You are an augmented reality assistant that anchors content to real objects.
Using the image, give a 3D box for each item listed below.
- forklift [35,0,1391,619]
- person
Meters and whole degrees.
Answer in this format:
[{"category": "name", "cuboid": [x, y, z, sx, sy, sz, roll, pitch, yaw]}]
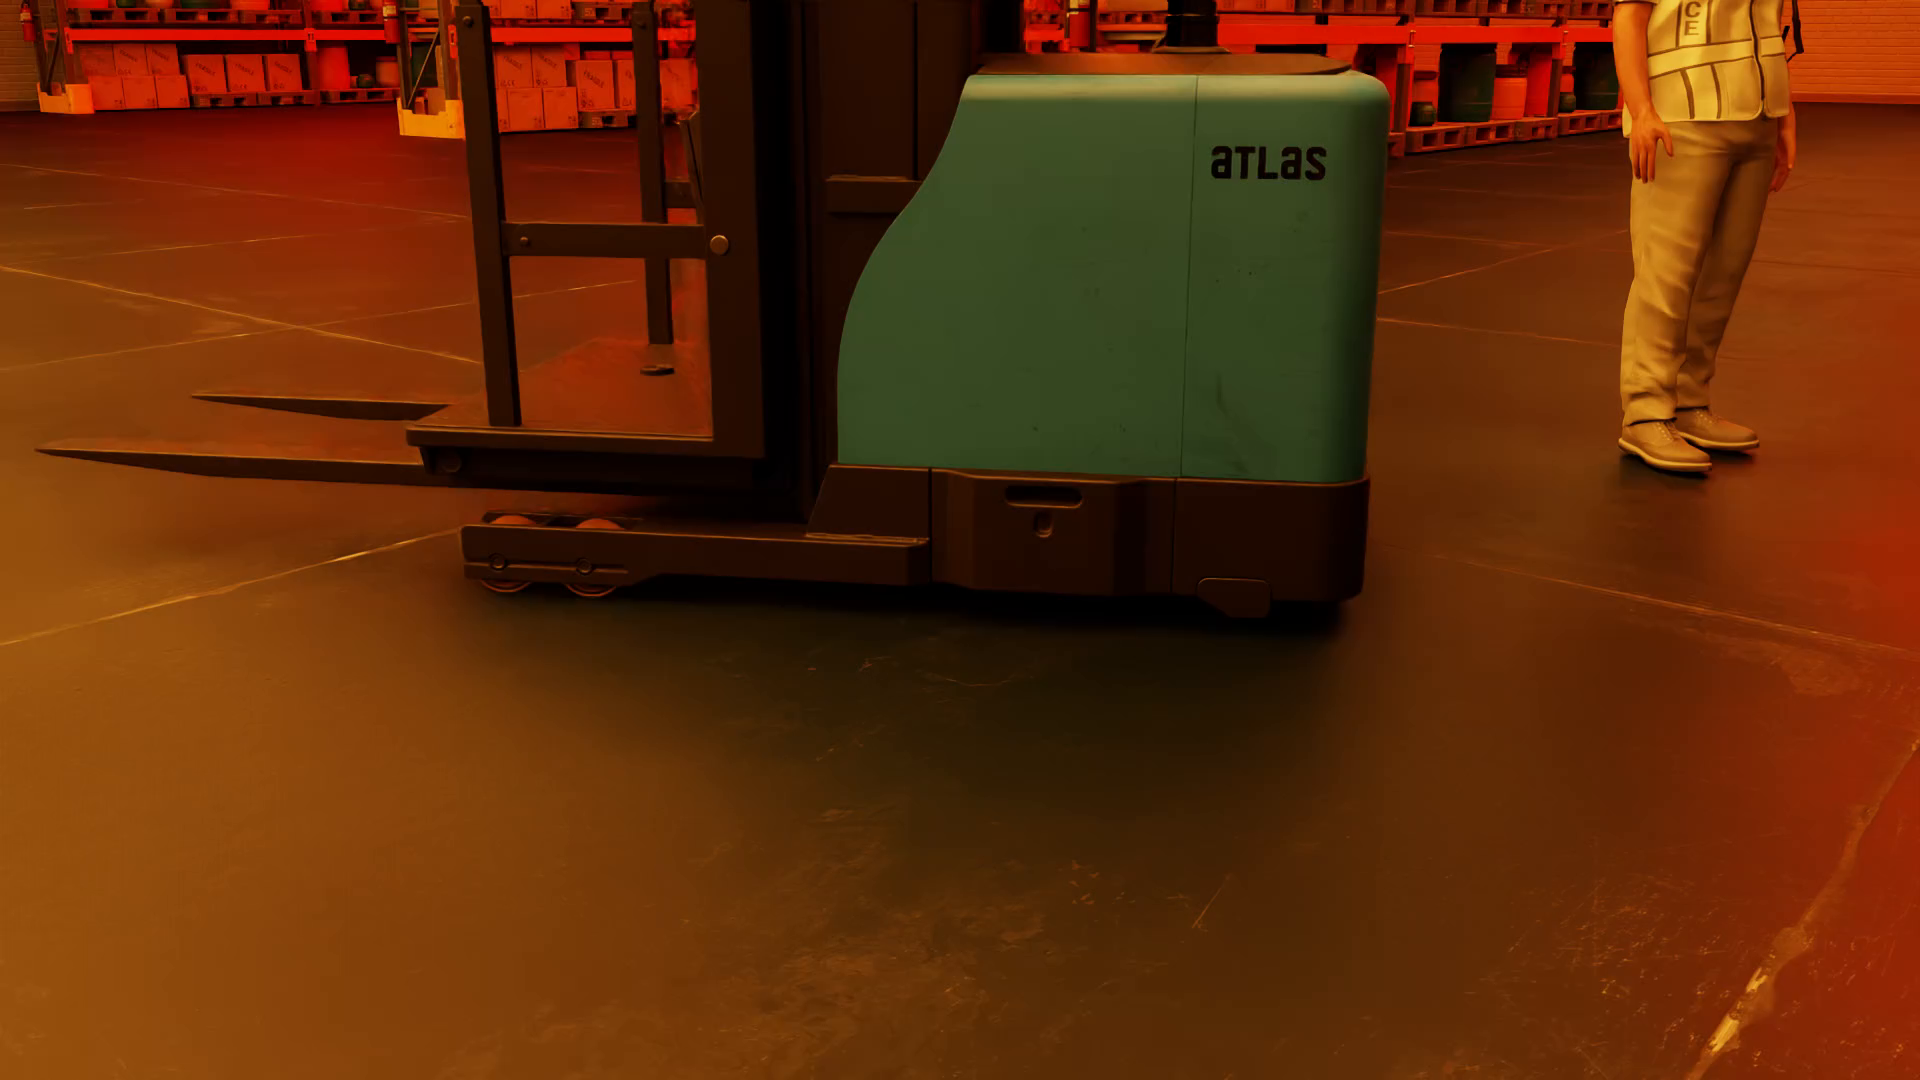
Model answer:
[{"category": "forklift", "cuboid": [-0.613, -1.427, 3.596, 3.031, 2.935, 1.130, 3, 17, 9]}, {"category": "person", "cuboid": [2.114, -1.131, 4.577, 0.638, 1.781, 0.577, -8, 19, -25]}]
